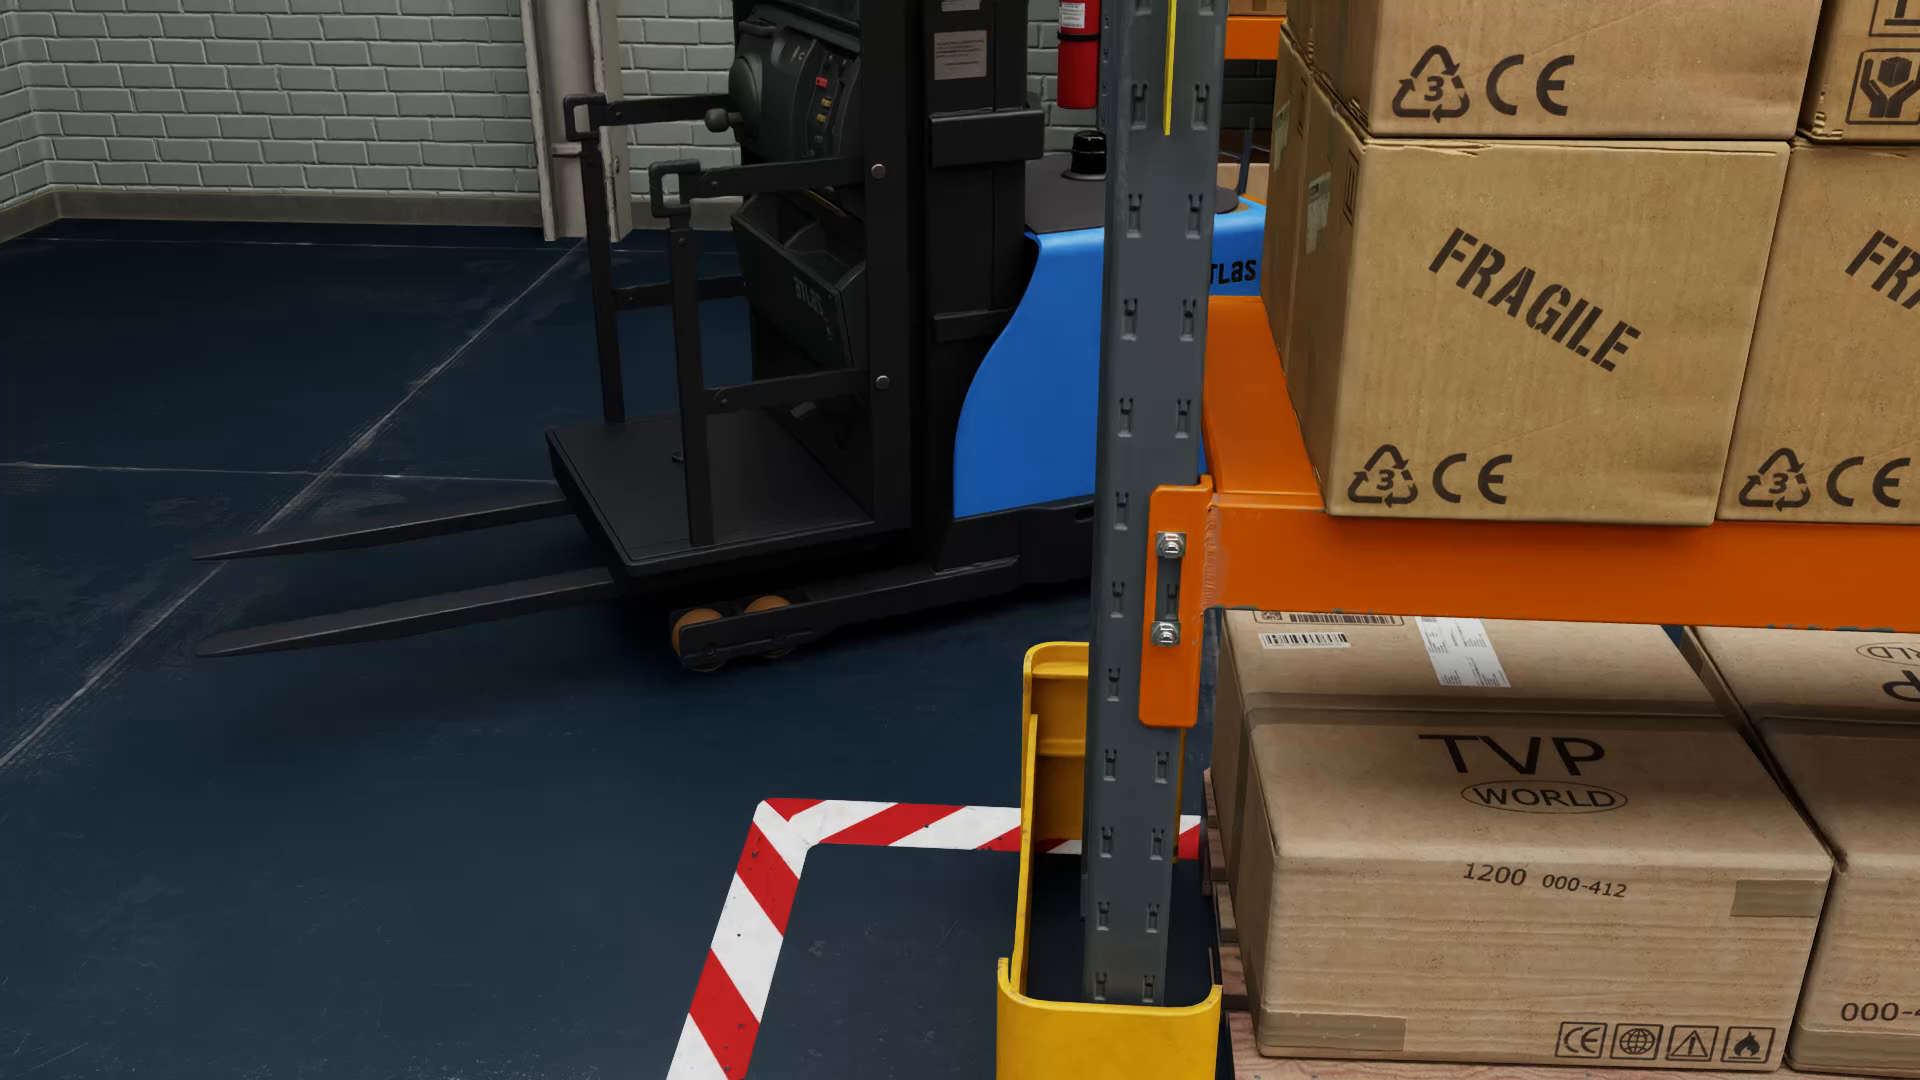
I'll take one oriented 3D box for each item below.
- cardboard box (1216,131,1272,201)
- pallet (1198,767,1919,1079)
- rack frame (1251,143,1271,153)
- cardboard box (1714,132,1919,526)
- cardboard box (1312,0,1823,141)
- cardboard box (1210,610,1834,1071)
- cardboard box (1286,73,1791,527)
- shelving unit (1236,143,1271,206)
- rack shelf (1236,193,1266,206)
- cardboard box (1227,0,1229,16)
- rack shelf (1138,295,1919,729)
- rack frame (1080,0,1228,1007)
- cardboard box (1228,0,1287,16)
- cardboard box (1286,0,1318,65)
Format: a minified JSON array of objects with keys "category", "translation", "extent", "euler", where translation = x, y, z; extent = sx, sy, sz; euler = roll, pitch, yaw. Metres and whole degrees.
[{"category":"cardboard box","translation":[1.274,-1.508,7.423],"extent":[0.637,0.503,0.797],"euler":[1,25,2]},{"category":"pallet","translation":[1.098,0.818,3.219],"extent":[1.213,0.211,1.003],"euler":[2,25,4]},{"category":"rack frame","translation":[0.948,-0.758,5.466],"extent":[0.002,1.046,0.228],"euler":[-8,26,-27]},{"category":"cardboard box","translation":[1.258,-0.347,2.297],"extent":[0.500,0.500,0.500],"euler":[1,25,3]},{"category":"cardboard box","translation":[0.752,-0.807,2.100],"extent":[0.500,0.500,0.500],"euler":[1,25,3]},{"category":"cardboard box","translation":[0.960,0.511,3.113],"extent":[0.875,0.438,0.875],"euler":[1,25,2]},{"category":"cardboard box","translation":[0.751,-0.352,2.307],"extent":[0.500,0.500,0.500],"euler":[2,25,4]},{"category":"shelving unit","translation":[0.868,-0.747,5.425],"extent":[0.183,1.046,0.258],"euler":[-8,26,-27]},{"category":"rack shelf","translation":[0.888,-1.037,5.302],"extent":[0.180,0.103,0.258],"euler":[-8,26,-27]},{"category":"cardboard box","translation":[0.978,-2.271,6.898],"extent":[0.250,0.149,0.380],"euler":[2,25,4]},{"category":"rack shelf","translation":[2.289,-0.051,2.632],"extent":[4.000,0.370,1.077],"euler":[2,25,4]},{"category":"rack frame","translation":[0.295,-0.441,2.621],"extent":[0.127,3.000,1.000],"euler":[2,25,4]},{"category":"cardboard box","translation":[1.235,-2.283,6.923],"extent":[0.250,0.149,0.380],"euler":[2,25,5]},{"category":"cardboard box","translation":[0.794,-1.025,2.573],"extent":[0.500,0.500,0.500],"euler":[3,25,6]}]
